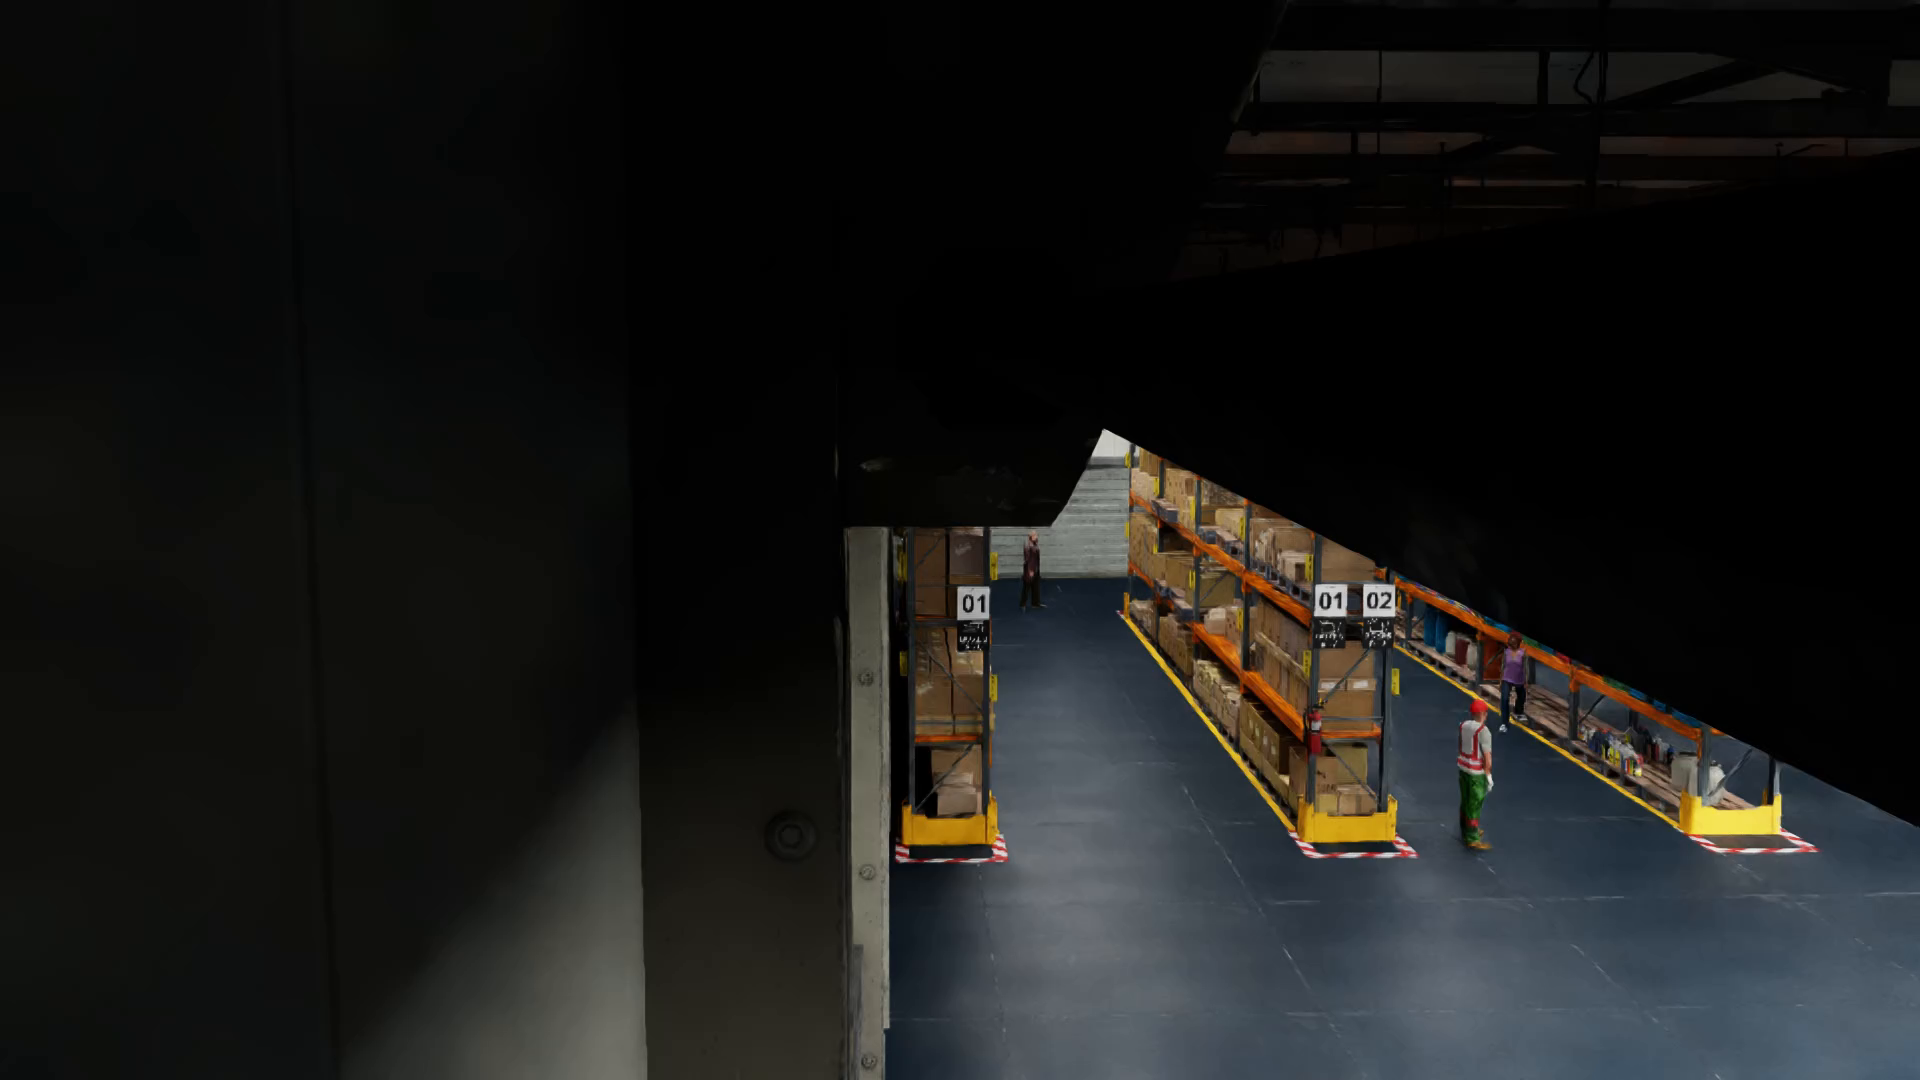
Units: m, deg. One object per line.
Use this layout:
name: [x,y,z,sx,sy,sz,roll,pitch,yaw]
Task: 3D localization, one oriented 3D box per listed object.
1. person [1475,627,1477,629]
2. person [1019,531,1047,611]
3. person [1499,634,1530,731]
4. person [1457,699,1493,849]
person: [10.466,1.133,34.216,0.448,1.623,0.997,-1,7,-11]
person: [1.603,0.683,37.161,0.525,1.781,0.682,3,8,24]
person: [8.746,2.212,26.224,0.460,1.534,0.887,3,8,20]
person: [6.335,2.828,20.354,0.468,1.787,0.625,-3,8,-19]
